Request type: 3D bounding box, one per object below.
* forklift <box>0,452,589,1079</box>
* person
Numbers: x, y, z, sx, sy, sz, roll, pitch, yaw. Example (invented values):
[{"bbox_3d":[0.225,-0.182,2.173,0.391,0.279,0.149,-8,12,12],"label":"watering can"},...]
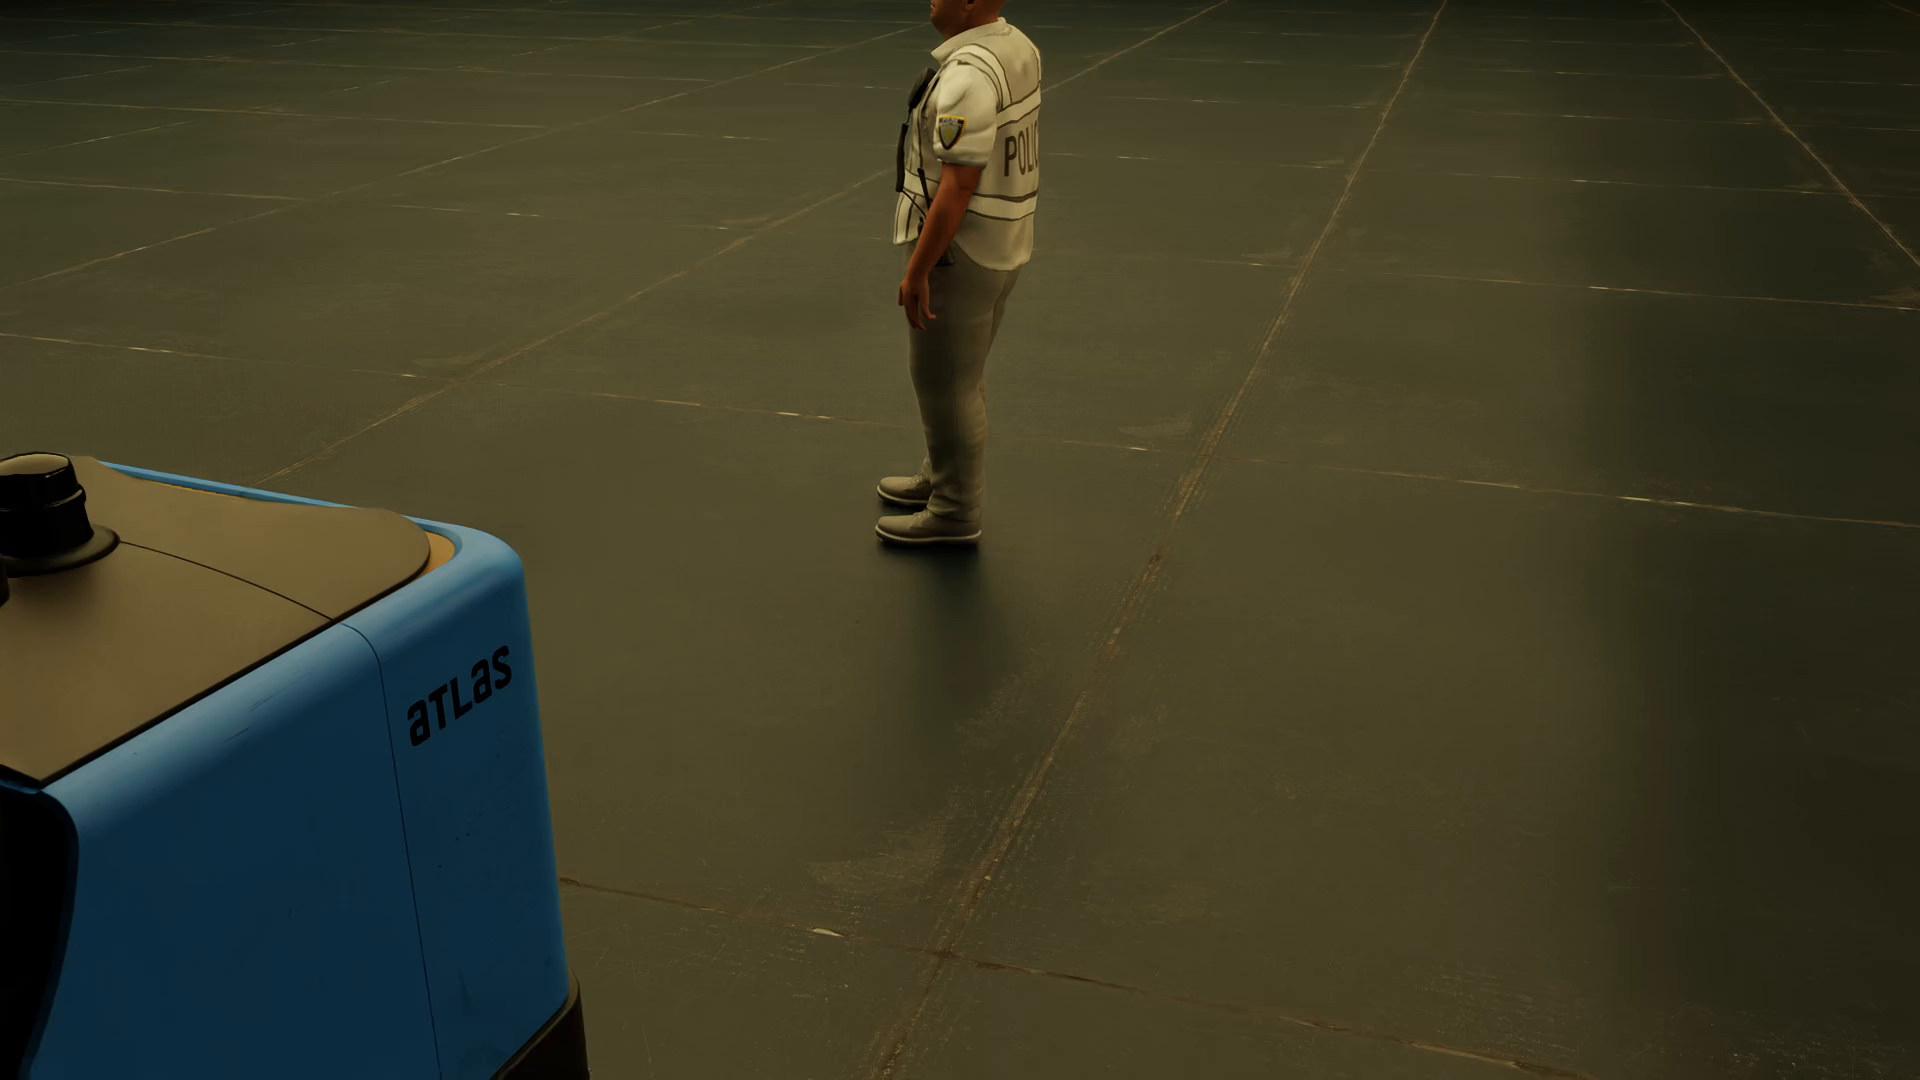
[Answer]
[{"bbox_3d":[-1.635,0.075,1.099,1.130,2.935,3.031,9,24,21],"label":"forklift"},{"bbox_3d":[-0.071,-0.844,4.809,0.574,1.781,0.641,7,23,16],"label":"person"}]
